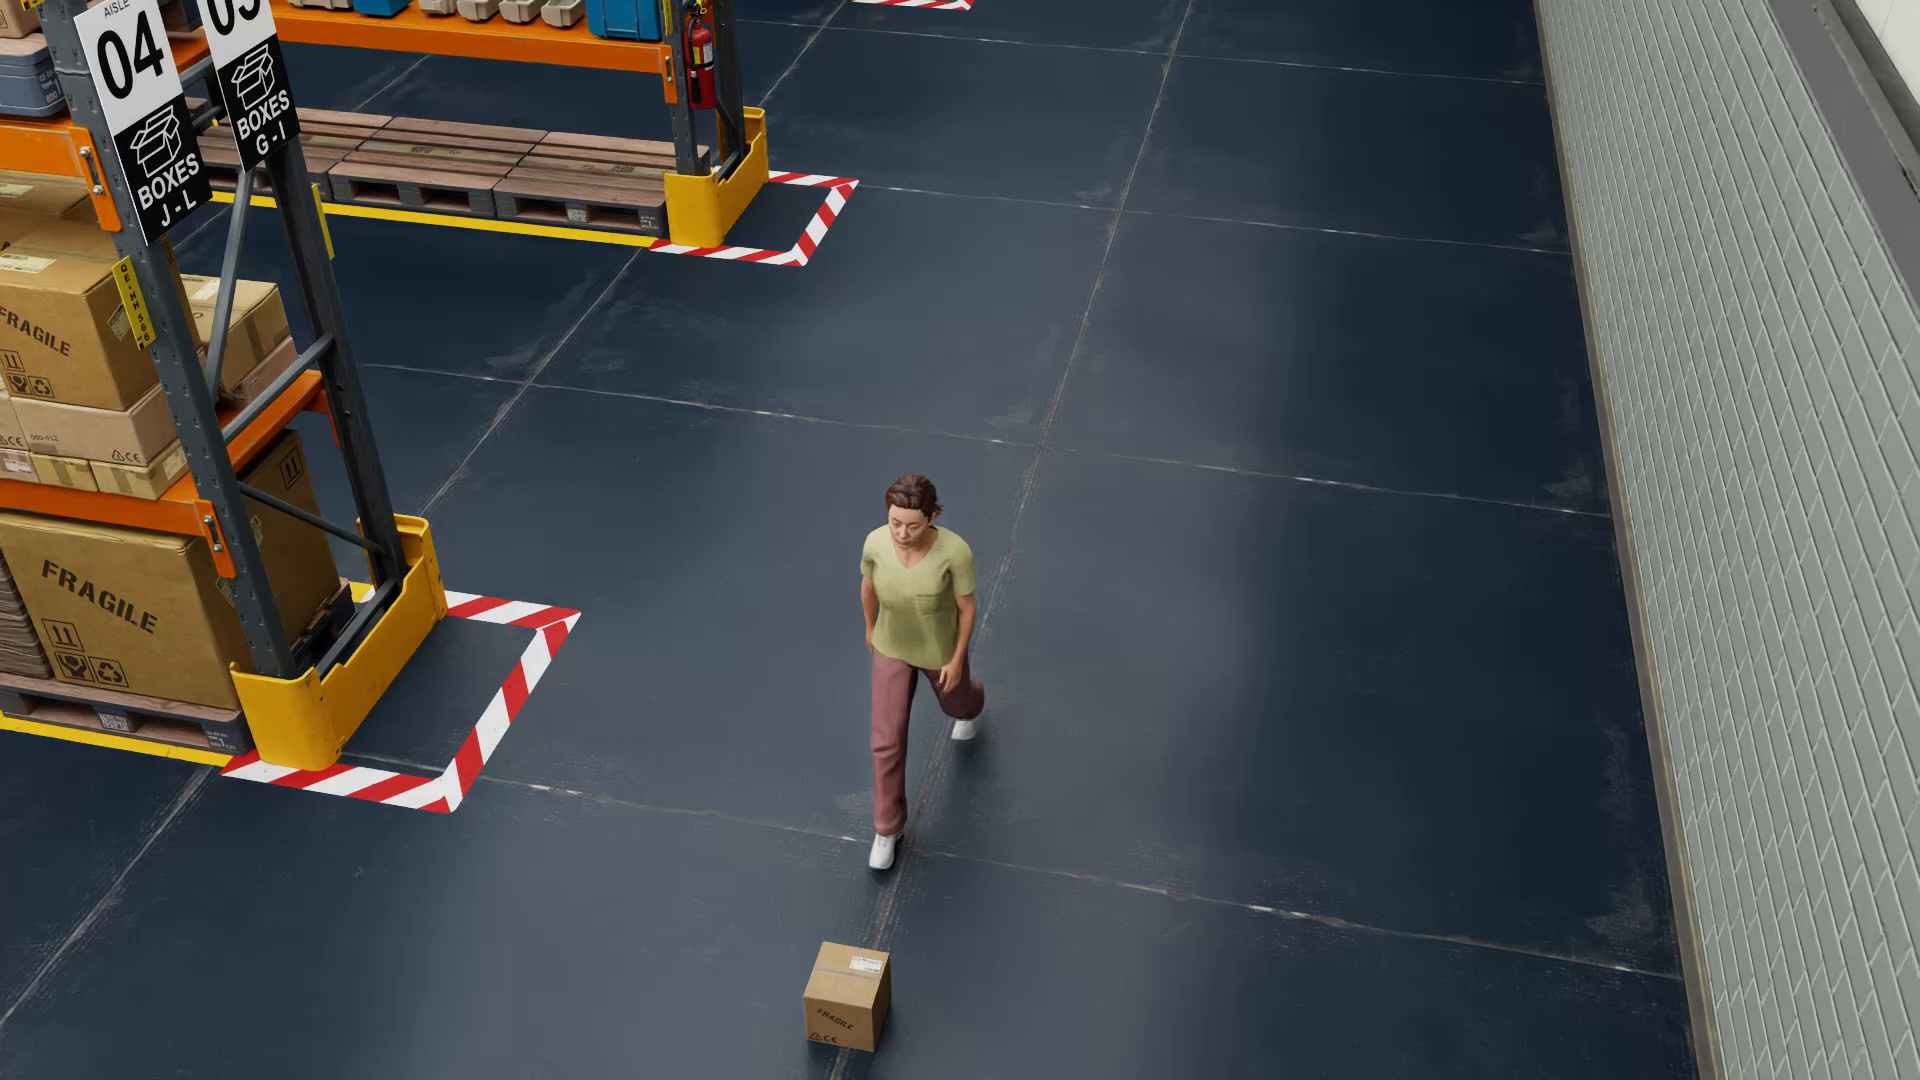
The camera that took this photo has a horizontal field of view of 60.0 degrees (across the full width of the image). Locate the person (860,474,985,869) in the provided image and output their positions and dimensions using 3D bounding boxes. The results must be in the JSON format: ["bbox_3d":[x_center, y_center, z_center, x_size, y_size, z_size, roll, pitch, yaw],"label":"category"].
[{"bbox_3d":[-0.157,0.391,6.454,0.466,1.631,1.015,5,37,7],"label":"person"}]
